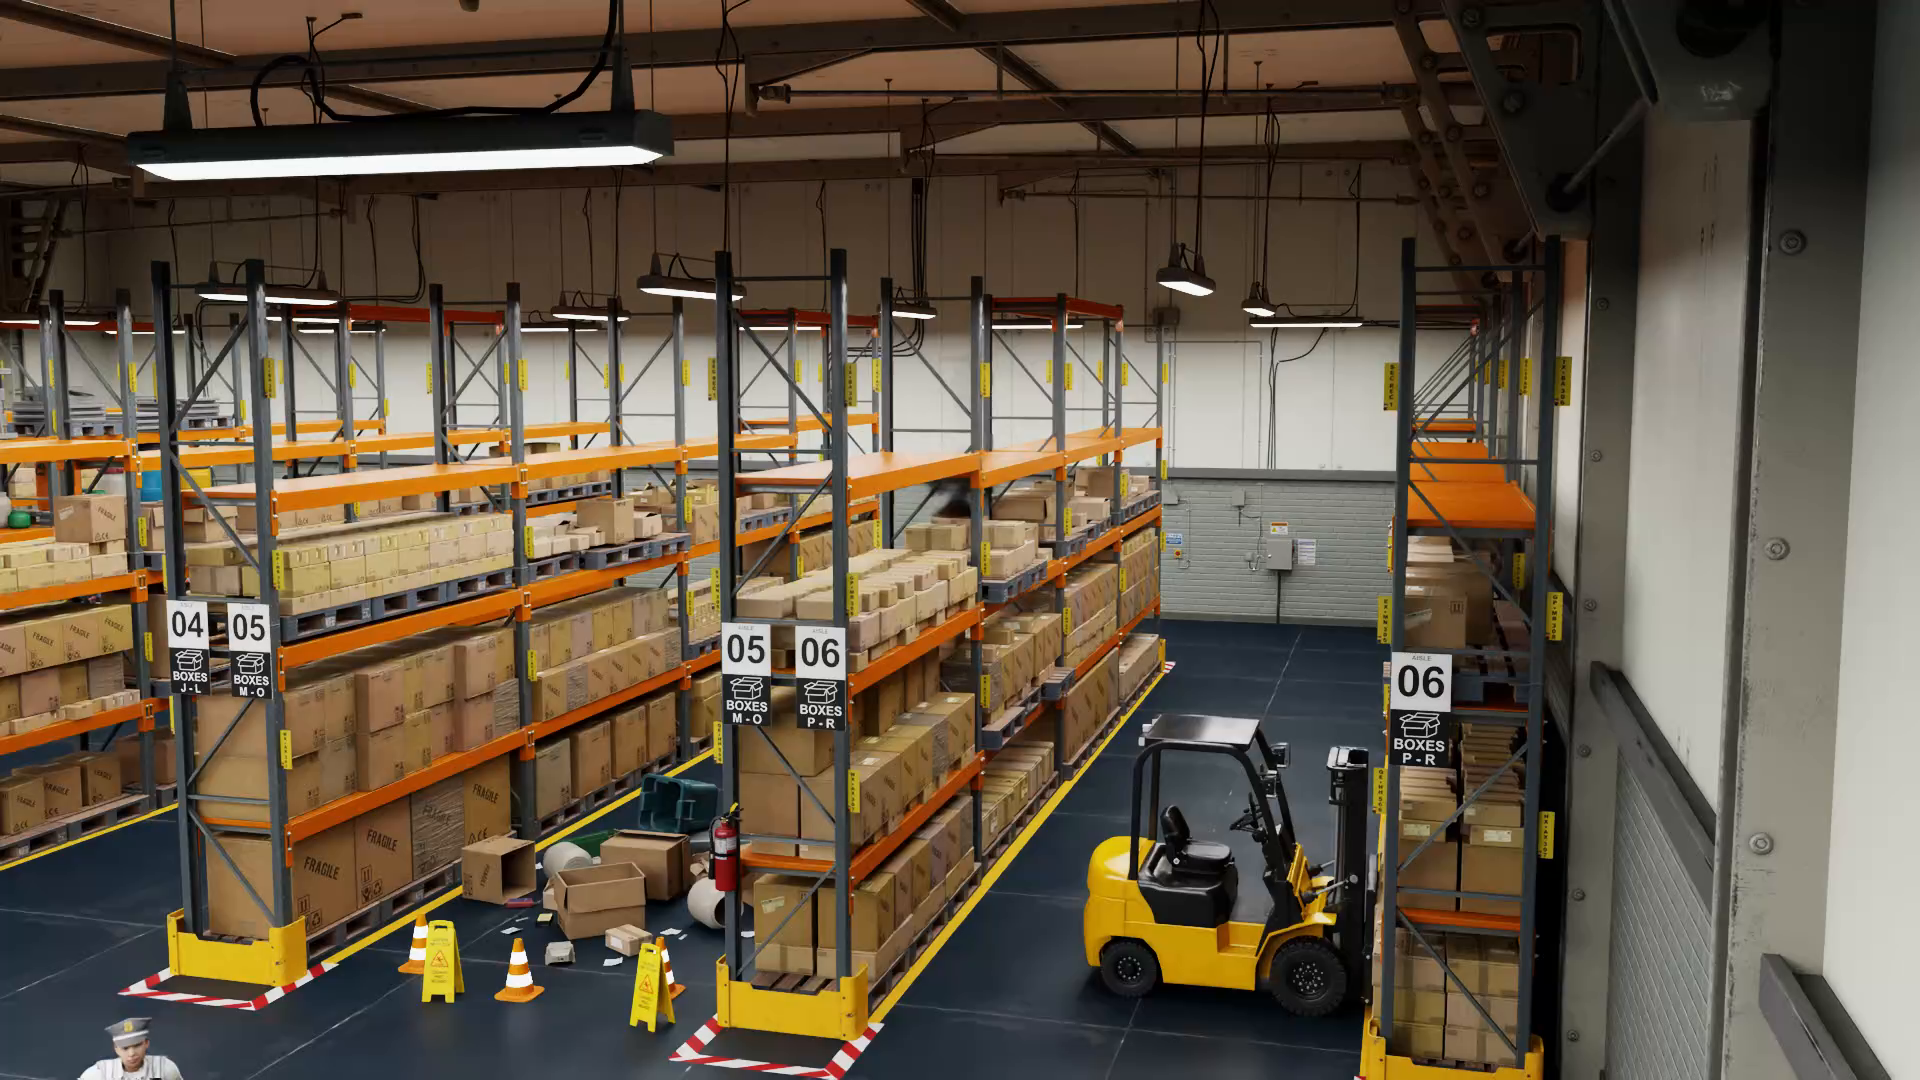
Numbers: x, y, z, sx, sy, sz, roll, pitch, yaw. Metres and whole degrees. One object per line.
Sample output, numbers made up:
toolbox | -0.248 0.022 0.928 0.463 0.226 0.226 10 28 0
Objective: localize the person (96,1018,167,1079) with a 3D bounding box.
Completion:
person | -4.648 3.398 9.239 0.498 1.658 0.726 -3 7 -28
